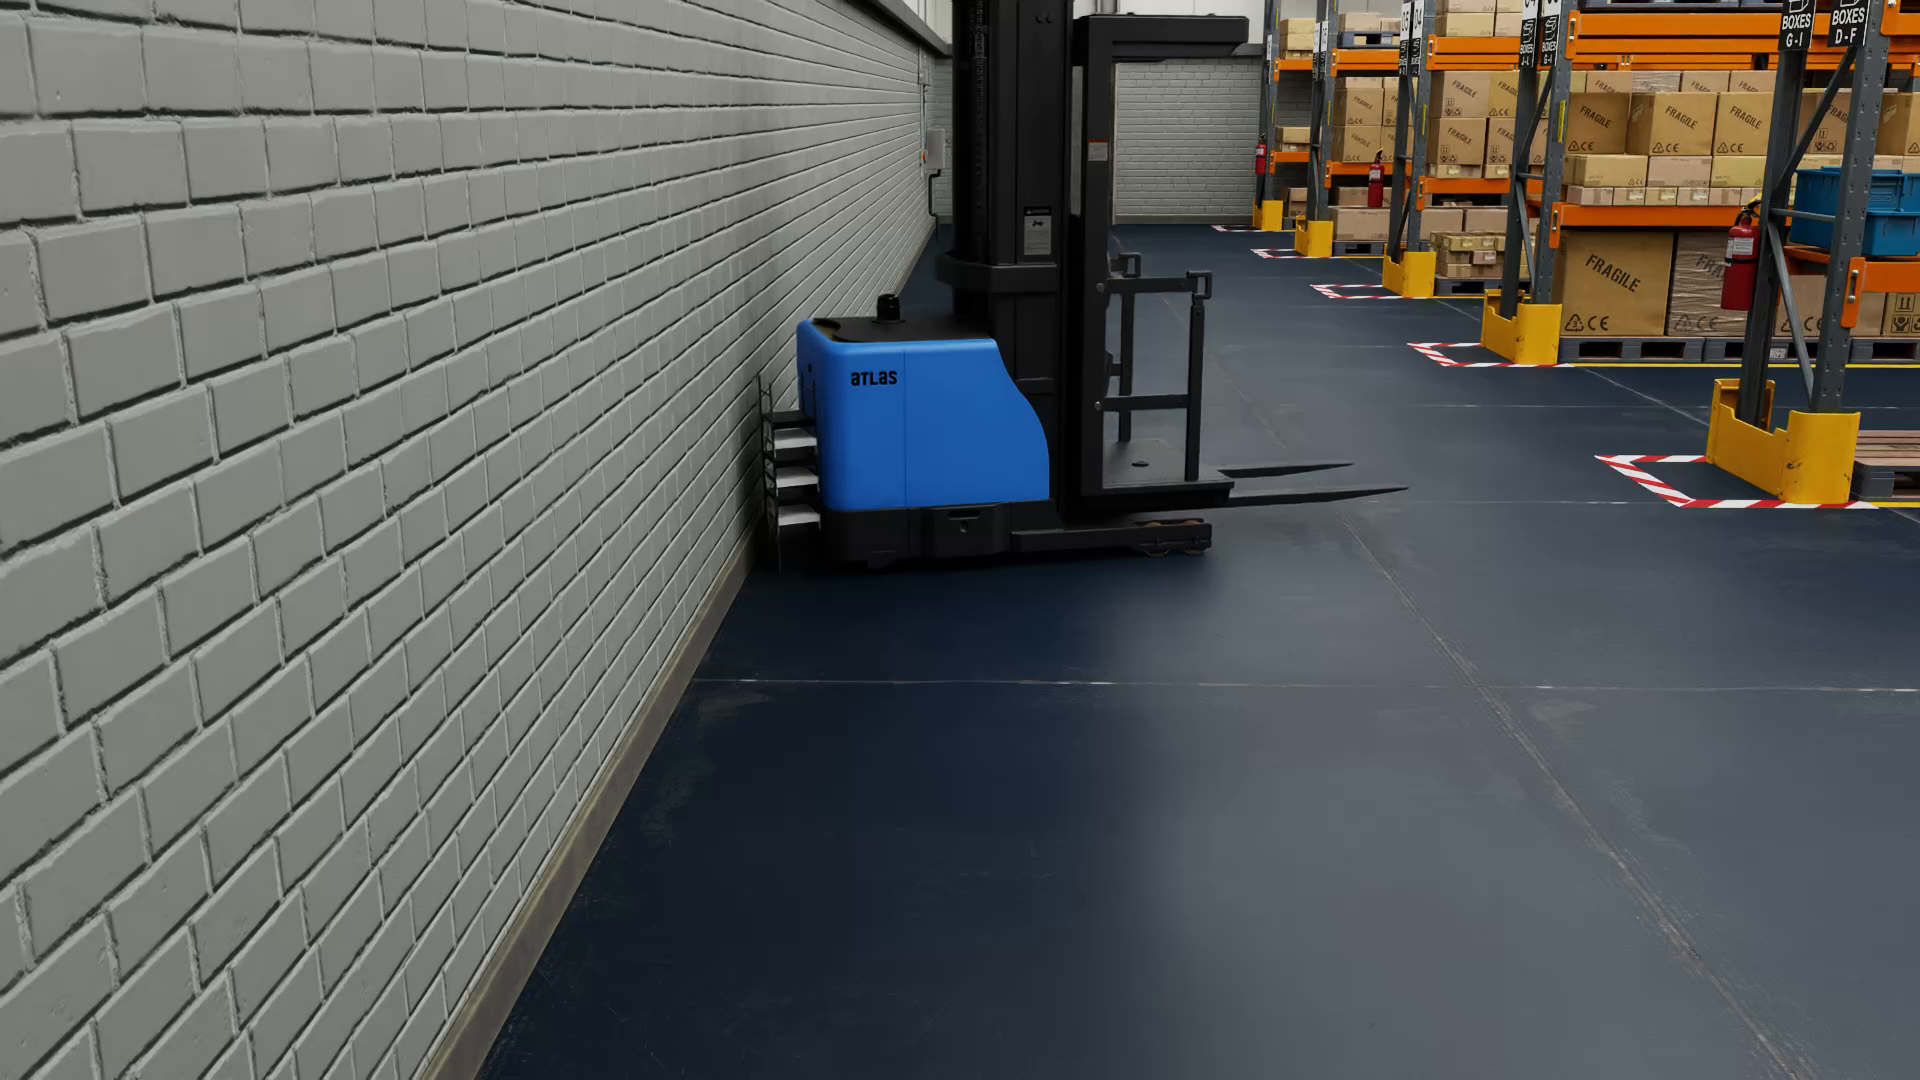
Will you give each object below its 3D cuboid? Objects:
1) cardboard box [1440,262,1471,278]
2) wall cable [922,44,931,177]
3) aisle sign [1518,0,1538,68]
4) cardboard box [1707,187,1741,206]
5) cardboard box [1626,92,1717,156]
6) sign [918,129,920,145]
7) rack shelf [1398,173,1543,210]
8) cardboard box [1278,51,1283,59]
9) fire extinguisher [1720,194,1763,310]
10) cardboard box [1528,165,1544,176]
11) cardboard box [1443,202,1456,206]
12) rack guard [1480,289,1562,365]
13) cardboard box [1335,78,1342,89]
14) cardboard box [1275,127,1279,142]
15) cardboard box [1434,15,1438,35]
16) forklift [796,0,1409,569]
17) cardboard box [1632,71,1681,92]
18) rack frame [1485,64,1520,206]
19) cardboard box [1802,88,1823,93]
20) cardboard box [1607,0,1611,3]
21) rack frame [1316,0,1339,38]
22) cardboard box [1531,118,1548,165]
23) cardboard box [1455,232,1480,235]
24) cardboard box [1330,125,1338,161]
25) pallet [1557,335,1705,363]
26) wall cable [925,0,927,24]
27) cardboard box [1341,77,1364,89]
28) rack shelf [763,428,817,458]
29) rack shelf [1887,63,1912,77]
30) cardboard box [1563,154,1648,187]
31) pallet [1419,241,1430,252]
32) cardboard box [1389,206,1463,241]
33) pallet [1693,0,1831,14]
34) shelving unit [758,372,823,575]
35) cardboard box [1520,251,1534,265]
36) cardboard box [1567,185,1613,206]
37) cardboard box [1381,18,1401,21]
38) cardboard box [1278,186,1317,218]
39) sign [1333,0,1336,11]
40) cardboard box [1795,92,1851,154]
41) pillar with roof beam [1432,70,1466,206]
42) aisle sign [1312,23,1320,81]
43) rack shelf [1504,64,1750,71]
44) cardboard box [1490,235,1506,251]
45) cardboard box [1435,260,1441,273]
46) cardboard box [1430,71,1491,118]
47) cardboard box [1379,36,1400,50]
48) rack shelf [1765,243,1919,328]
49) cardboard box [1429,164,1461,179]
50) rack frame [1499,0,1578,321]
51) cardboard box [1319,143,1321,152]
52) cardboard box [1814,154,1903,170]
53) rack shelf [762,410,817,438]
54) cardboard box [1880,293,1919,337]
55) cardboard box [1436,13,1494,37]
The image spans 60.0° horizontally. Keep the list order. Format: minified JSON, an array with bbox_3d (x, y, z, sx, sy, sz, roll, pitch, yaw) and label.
[{"bbox_3d":[5.606,-3.063,18.835,0.250,0.149,0.380,1,15,3],"label":"cardboard box"},{"bbox_3d":[-0.497,-6.470,24.993,0.122,1.984,0.588,0,15,1],"label":"wall cable"},{"bbox_3d":[4.798,-4.393,14.016,0.004,0.787,0.394,0,15,1],"label":"aisle sign"},{"bbox_3d":[6.236,-2.845,13.737,0.250,0.149,0.380,0,15,0],"label":"cardboard box"},{"bbox_3d":[5.835,-3.418,13.656,0.500,0.500,0.500,0,15,0],"label":"cardboard box"},{"bbox_3d":[-0.584,-5.736,23.672,0.001,0.218,0.327,0,15,1],"label":"sign"},{"bbox_3d":[7.090,-3.963,18.890,4.000,0.370,1.077,0,15,1],"label":"rack shelf"},{"bbox_3d":[5.565,-8.238,28.298,0.250,0.149,0.380,1,15,3],"label":"cardboard box"},{"bbox_3d":[4.597,-1.695,9.769,0.183,0.674,0.296,0,15,1],"label":"fire extinguisher"},{"bbox_3d":[6.462,-4.135,18.626,0.250,0.149,0.380,0,15,1],"label":"cardboard box"},{"bbox_3d":[8.316,-5.638,28.368,0.258,0.266,0.396,1,15,3],"label":"cardboard box"},{"bbox_3d":[4.839,-1.851,14.375,0.348,0.500,1.175,0,15,1],"label":"rack guard"},{"bbox_3d":[5.480,-6.481,23.596,0.250,0.149,0.380,1,15,2],"label":"cardboard box"},{"bbox_3d":[5.705,-6.988,28.659,0.500,0.250,0.500,1,15,3],"label":"cardboard box"},{"bbox_3d":[5.552,-5.766,18.729,0.500,0.250,0.500,0,15,0],"label":"cardboard box"},{"bbox_3d":[0.743,-1.462,8.135,3.031,2.935,1.130,-3,15,-13],"label":"forklift"},{"bbox_3d":[7.584,-4.916,18.355,0.500,0.500,0.500,1,15,3],"label":"cardboard box"},{"bbox_3d":[9.238,-6.826,28.334,0.127,3.000,1.000,0,15,1],"label":"rack frame"},{"bbox_3d":[11.580,-6.009,23.080,0.500,0.500,0.500,0,15,1],"label":"cardboard box"},{"bbox_3d":[7.055,-5.862,18.111,0.500,0.250,0.500,0,15,-1],"label":"cardboard box"},{"bbox_3d":[5.116,-8.487,22.869,0.127,3.000,1.000,0,15,1],"label":"rack frame"},{"bbox_3d":[6.557,-4.439,18.506,0.500,0.500,0.500,1,15,2],"label":"cardboard box"},{"bbox_3d":[5.876,-3.481,19.252,0.250,0.149,0.380,1,15,3],"label":"cardboard box"},{"bbox_3d":[5.605,-5.699,23.866,0.500,0.500,0.500,0,15,2],"label":"cardboard box"},{"bbox_3d":[5.664,-1.726,14.467,1.213,0.211,1.003,0,15,1],"label":"pallet"},{"bbox_3d":[-0.447,-9.373,26.151,0.133,3.039,2.988,0,15,1],"label":"wall cable"},{"bbox_3d":[5.464,-6.359,23.135,0.250,0.149,0.380,1,15,3],"label":"cardboard box"},{"bbox_3d":[-0.791,-0.452,7.706,0.200,0.077,0.258,-7,16,-19],"label":"rack shelf"},{"bbox_3d":[15.113,-6.624,23.097,4.000,0.370,1.077,0,15,1],"label":"rack shelf"},{"bbox_3d":[5.336,-3.059,13.764,0.500,0.250,0.500,0,15,0],"label":"cardboard box"},{"bbox_3d":[7.134,-4.244,24.014,1.213,0.211,1.003,0,15,1],"label":"pallet"},{"bbox_3d":[6.693,-4.568,23.974,0.875,0.438,0.875,1,15,3],"label":"cardboard box"},{"bbox_3d":[6.827,-4.457,13.649,1.213,0.211,1.003,0,15,1],"label":"pallet"},{"bbox_3d":[-0.788,-0.311,7.745,0.210,0.900,0.258,-7,16,-19],"label":"shelving unit"},{"bbox_3d":[6.381,-3.199,18.766,0.250,0.149,0.380,1,15,3],"label":"cardboard box"},{"bbox_3d":[5.209,-2.851,13.760,0.250,0.149,0.380,1,15,2],"label":"cardboard box"},{"bbox_3d":[7.196,-8.540,27.681,0.500,0.250,0.500,1,15,3],"label":"cardboard box"},{"bbox_3d":[5.848,-5.820,28.591,0.637,0.503,0.797,0,15,-1],"label":"cardboard box"},{"bbox_3d":[5.096,-7.356,22.594,0.005,0.325,0.100,0,15,1],"label":"sign"},{"bbox_3d":[7.377,-3.543,14.129,0.500,0.500,0.500,0,15,0],"label":"cardboard box"},{"bbox_3d":[8.455,-8.864,24.296,0.400,9.000,9.100,0,15,1],"label":"pillar with roof beam"},{"bbox_3d":[5.052,-6.923,23.605,0.004,0.787,0.394,0,15,1],"label":"aisle sign"},{"bbox_3d":[11.237,-7.916,27.994,4.000,0.370,1.077,0,15,1],"label":"rack shelf"},{"bbox_3d":[6.133,-3.340,18.720,0.250,0.149,0.380,0,15,1],"label":"cardboard box"},{"bbox_3d":[5.622,-3.198,19.346,0.250,0.149,0.380,1,15,2],"label":"cardboard box"},{"bbox_3d":[5.532,-4.929,18.402,0.500,0.500,0.500,0,15,1],"label":"cardboard box"},{"bbox_3d":[7.213,-8.299,27.748,0.500,0.250,0.500,0,15,1],"label":"cardboard box"},{"bbox_3d":[6.736,-1.435,9.311,4.000,0.370,1.077,0,15,1],"label":"rack shelf"},{"bbox_3d":[5.406,-4.116,18.555,0.250,0.149,0.380,0,15,1],"label":"cardboard box"},{"bbox_3d":[4.863,-3.059,14.056,0.127,3.000,1.000,0,15,1],"label":"rack frame"},{"bbox_3d":[6.079,-6.676,28.257,0.250,0.149,0.380,0,15,1],"label":"cardboard box"},{"bbox_3d":[7.386,-3.047,13.718,0.500,0.250,0.500,1,15,3],"label":"cardboard box"},{"bbox_3d":[-0.793,-0.539,7.683,0.200,0.077,0.258,-7,16,-19],"label":"rack shelf"},{"bbox_3d":[8.204,-2.234,14.268,0.875,0.875,0.875,0,15,1],"label":"cardboard box"},{"bbox_3d":[5.533,-5.633,18.226,0.500,0.250,0.500,1,15,3],"label":"cardboard box"}]
